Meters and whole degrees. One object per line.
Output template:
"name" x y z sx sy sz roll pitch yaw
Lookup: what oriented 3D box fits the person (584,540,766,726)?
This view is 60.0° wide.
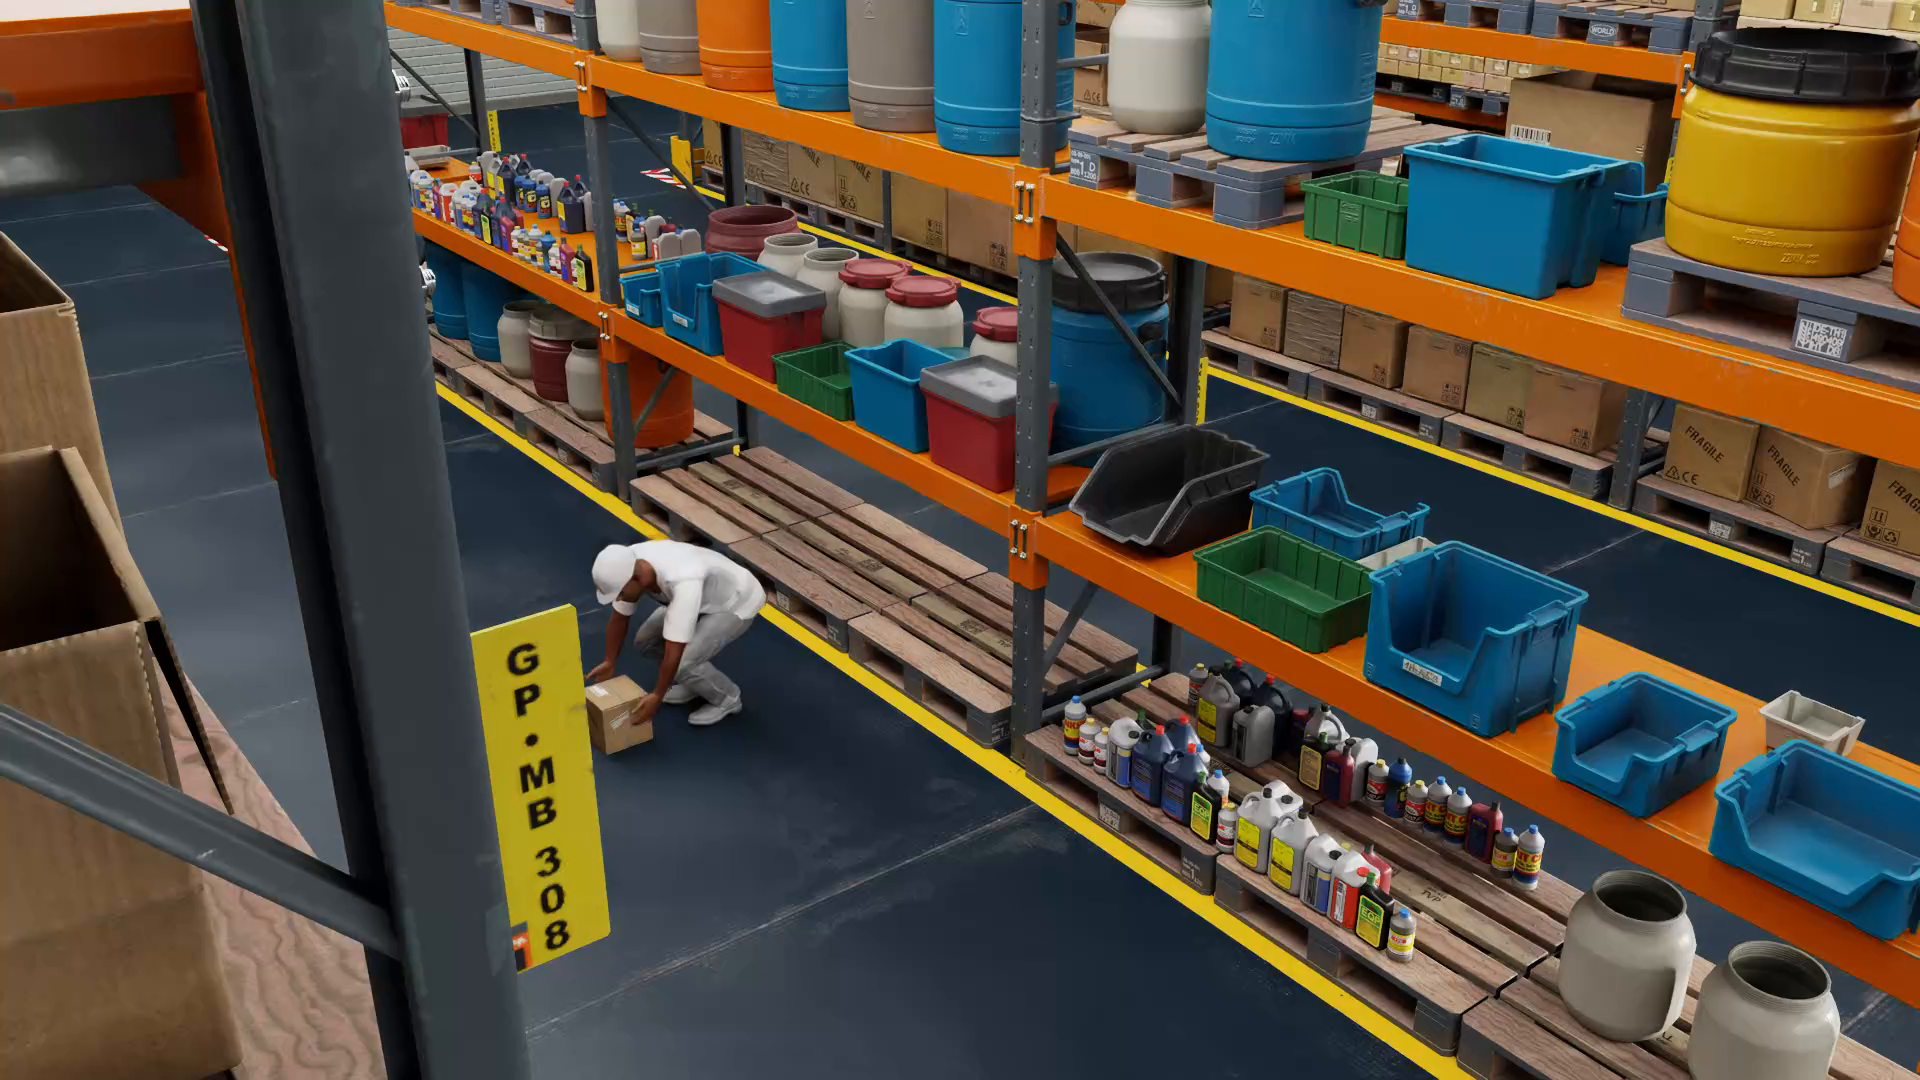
"person" -1.351 0.409 8.063 0.884 1.039 0.593 -18 30 -34
